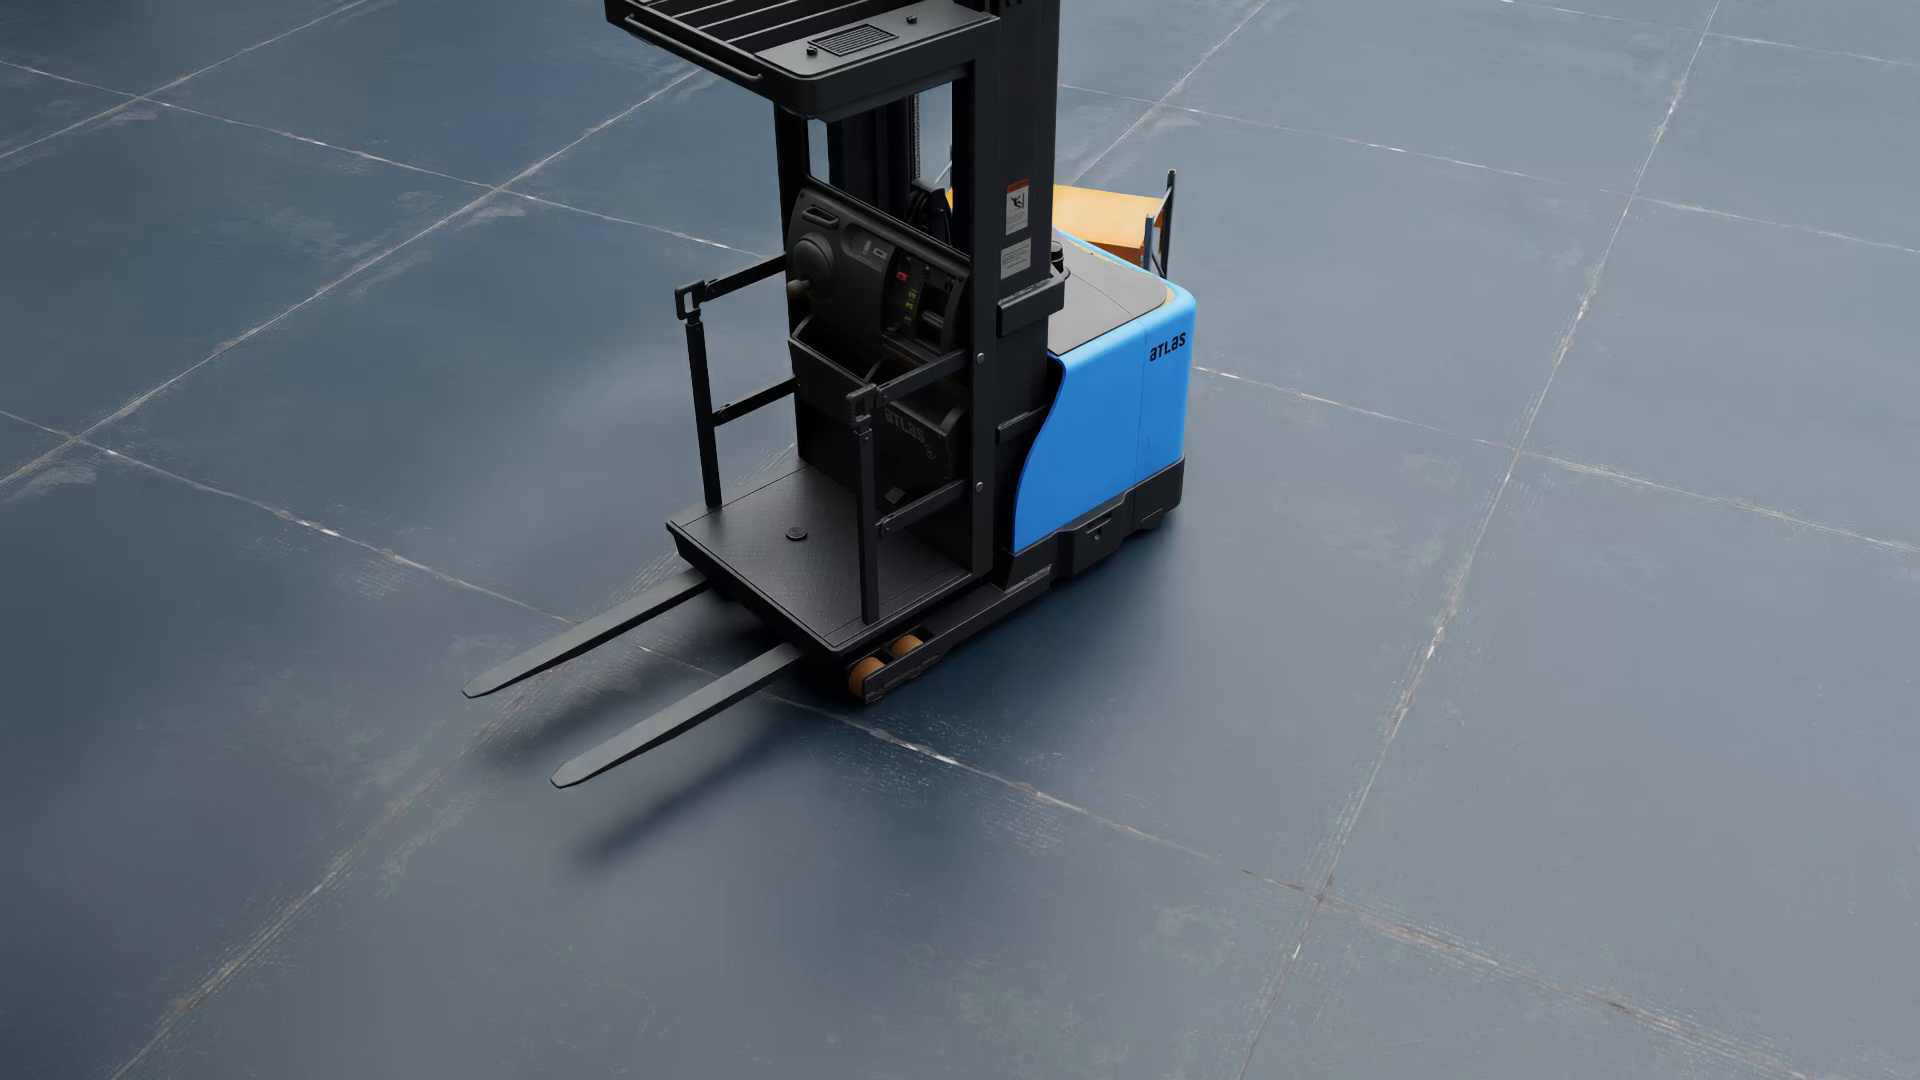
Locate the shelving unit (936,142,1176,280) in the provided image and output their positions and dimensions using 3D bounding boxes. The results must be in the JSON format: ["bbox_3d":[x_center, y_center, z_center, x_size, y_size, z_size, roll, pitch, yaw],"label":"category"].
[{"bbox_3d":[0.395,-1.160,7.721,1.048,1.125,0.538,11,39,14],"label":"shelving unit"}]

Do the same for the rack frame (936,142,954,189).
[{"bbox_3d":[-0.090,-1.254,7.844,0.032,1.125,0.500,11,39,14],"label":"rack frame"}]

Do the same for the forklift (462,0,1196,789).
[{"bbox_3d":[-0.466,-0.912,5.899,3.031,2.935,1.130,-29,46,-32],"label":"forklift"}]

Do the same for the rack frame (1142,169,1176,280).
[{"bbox_3d":[0.879,-1.067,7.598,0.032,1.125,0.500,11,39,14],"label":"rack frame"}]

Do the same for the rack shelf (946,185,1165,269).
[{"bbox_3d":[0.395,-1.393,7.544,1.000,0.278,0.538,11,39,14],"label":"rack shelf"}]
